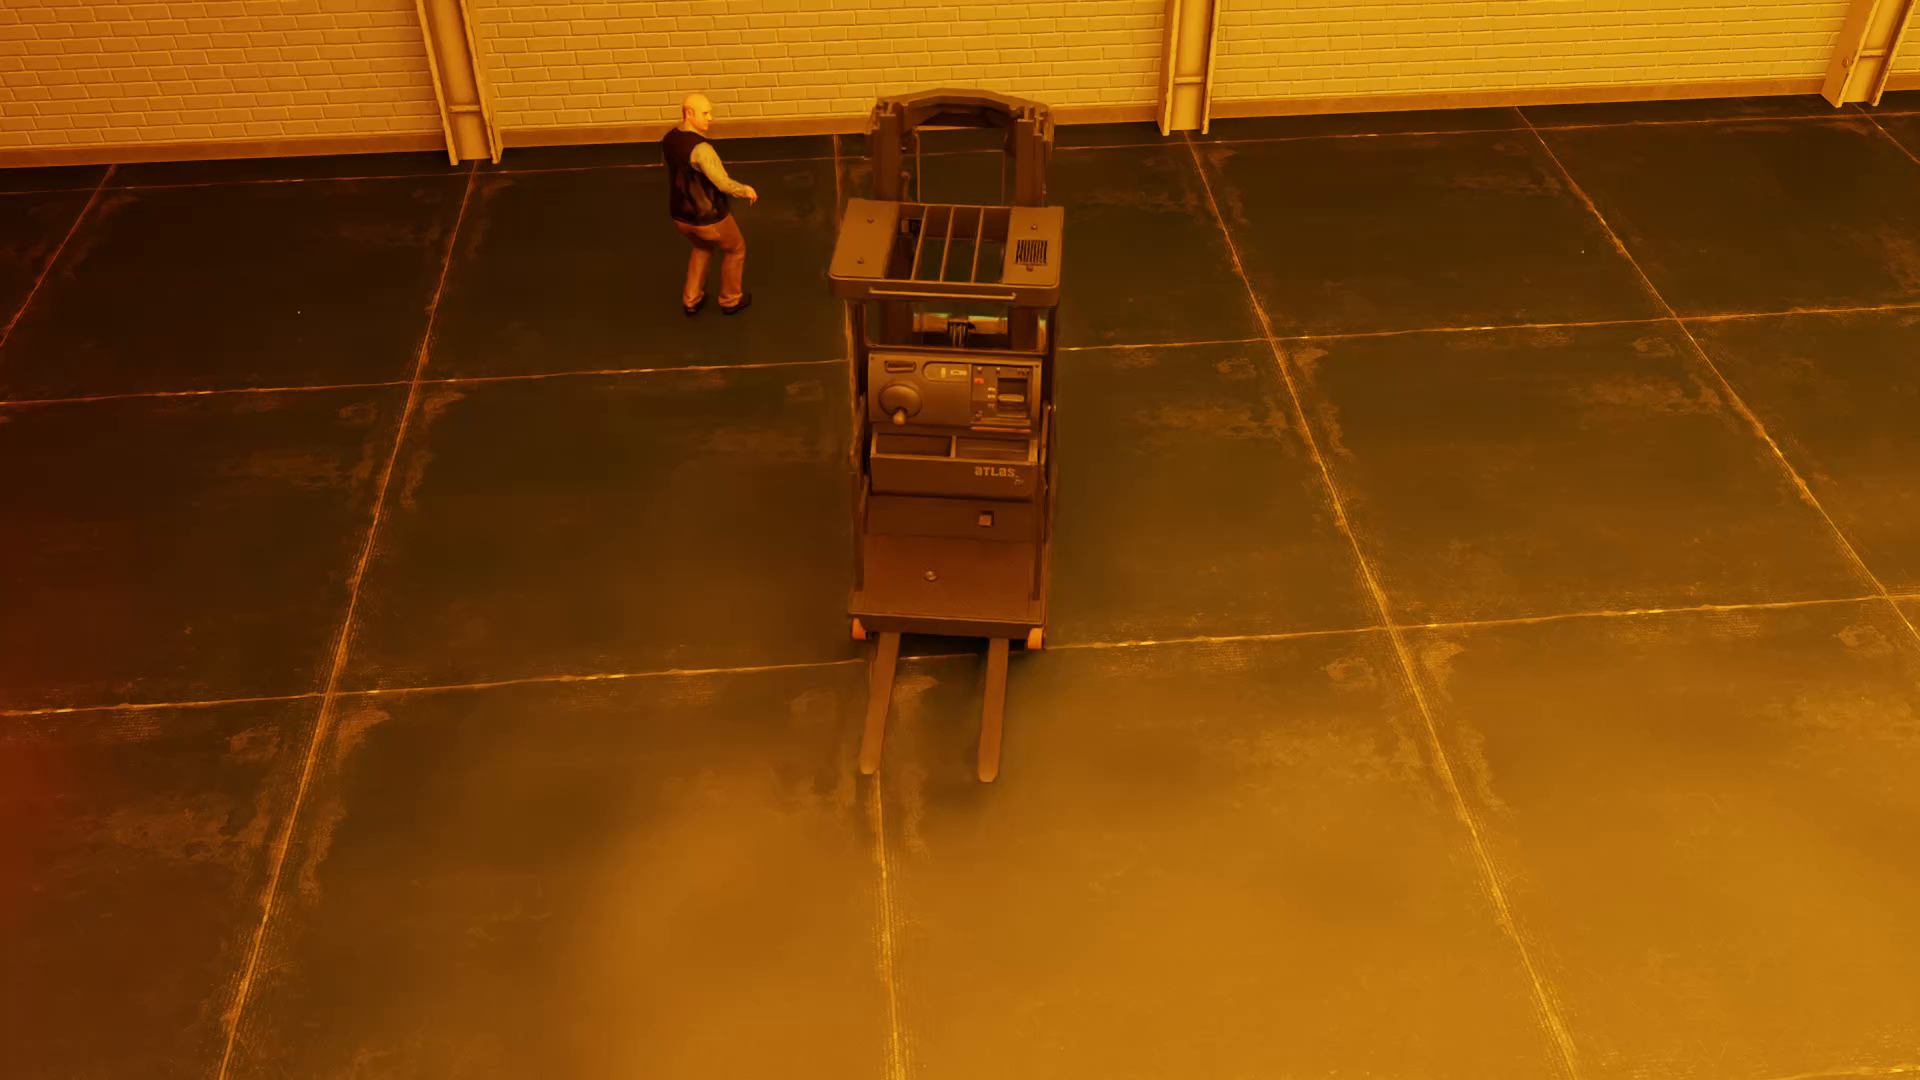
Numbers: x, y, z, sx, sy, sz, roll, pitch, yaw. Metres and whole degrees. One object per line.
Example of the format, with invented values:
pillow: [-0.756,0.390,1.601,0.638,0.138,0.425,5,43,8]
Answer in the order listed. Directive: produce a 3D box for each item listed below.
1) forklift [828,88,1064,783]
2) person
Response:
forklift: [-0.046,-0.718,8.777,1.130,2.935,3.031,3,41,4]
person: [-1.768,-2.341,11.681,0.764,1.679,0.602,27,47,28]
